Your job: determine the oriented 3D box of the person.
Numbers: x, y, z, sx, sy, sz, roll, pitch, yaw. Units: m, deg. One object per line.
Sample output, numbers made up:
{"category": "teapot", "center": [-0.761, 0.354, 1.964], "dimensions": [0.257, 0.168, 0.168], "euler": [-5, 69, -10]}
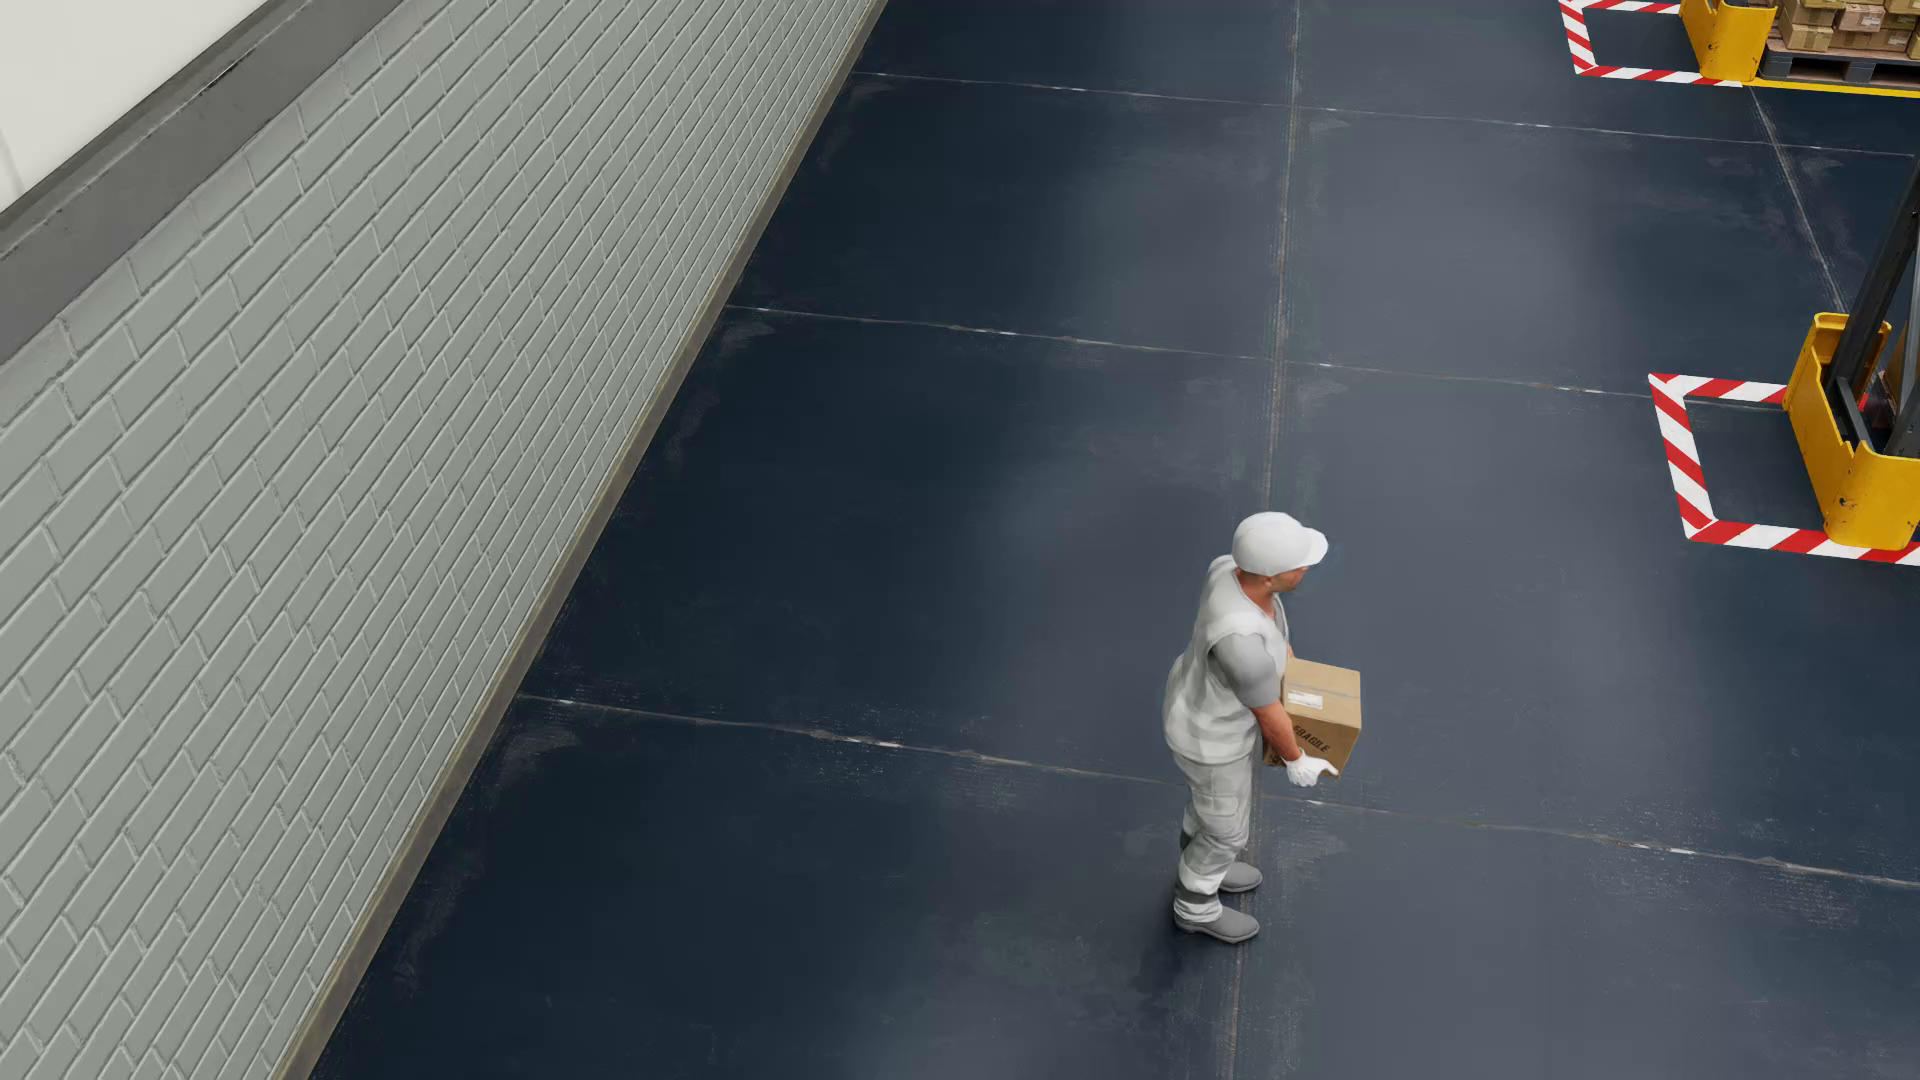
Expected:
{"category": "person", "center": [0.940, 0.622, 5.410], "dimensions": [0.571, 1.776, 0.472], "euler": [6, 41, 7]}
